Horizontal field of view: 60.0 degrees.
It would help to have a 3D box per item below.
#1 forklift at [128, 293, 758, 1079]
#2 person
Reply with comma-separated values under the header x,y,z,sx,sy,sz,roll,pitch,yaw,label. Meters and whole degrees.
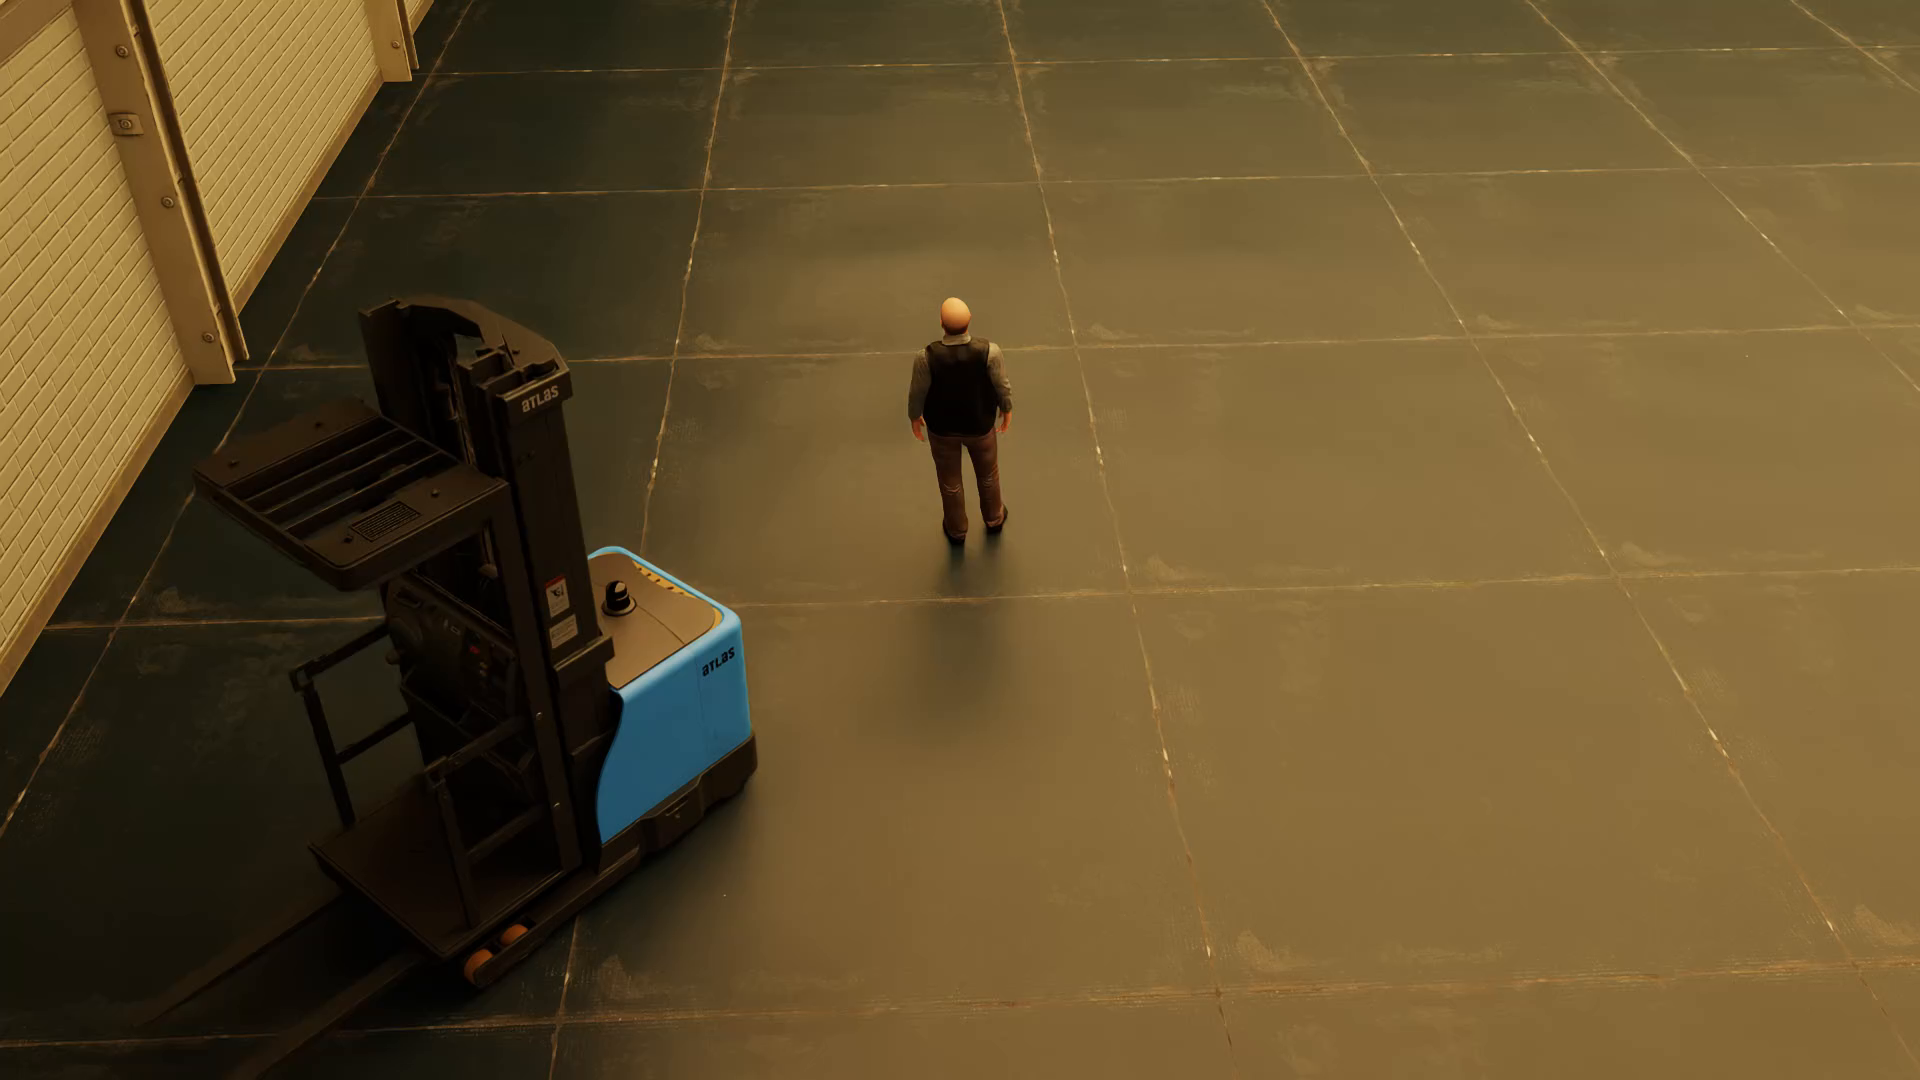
x,y,z,sx,sy,sz,roll,pitch,yaw,label
-2.397,0.536,7.275,1.130,2.935,3.031,26,44,31,forklift
0.004,-0.739,10.040,0.633,1.722,0.566,-2,36,-2,person
